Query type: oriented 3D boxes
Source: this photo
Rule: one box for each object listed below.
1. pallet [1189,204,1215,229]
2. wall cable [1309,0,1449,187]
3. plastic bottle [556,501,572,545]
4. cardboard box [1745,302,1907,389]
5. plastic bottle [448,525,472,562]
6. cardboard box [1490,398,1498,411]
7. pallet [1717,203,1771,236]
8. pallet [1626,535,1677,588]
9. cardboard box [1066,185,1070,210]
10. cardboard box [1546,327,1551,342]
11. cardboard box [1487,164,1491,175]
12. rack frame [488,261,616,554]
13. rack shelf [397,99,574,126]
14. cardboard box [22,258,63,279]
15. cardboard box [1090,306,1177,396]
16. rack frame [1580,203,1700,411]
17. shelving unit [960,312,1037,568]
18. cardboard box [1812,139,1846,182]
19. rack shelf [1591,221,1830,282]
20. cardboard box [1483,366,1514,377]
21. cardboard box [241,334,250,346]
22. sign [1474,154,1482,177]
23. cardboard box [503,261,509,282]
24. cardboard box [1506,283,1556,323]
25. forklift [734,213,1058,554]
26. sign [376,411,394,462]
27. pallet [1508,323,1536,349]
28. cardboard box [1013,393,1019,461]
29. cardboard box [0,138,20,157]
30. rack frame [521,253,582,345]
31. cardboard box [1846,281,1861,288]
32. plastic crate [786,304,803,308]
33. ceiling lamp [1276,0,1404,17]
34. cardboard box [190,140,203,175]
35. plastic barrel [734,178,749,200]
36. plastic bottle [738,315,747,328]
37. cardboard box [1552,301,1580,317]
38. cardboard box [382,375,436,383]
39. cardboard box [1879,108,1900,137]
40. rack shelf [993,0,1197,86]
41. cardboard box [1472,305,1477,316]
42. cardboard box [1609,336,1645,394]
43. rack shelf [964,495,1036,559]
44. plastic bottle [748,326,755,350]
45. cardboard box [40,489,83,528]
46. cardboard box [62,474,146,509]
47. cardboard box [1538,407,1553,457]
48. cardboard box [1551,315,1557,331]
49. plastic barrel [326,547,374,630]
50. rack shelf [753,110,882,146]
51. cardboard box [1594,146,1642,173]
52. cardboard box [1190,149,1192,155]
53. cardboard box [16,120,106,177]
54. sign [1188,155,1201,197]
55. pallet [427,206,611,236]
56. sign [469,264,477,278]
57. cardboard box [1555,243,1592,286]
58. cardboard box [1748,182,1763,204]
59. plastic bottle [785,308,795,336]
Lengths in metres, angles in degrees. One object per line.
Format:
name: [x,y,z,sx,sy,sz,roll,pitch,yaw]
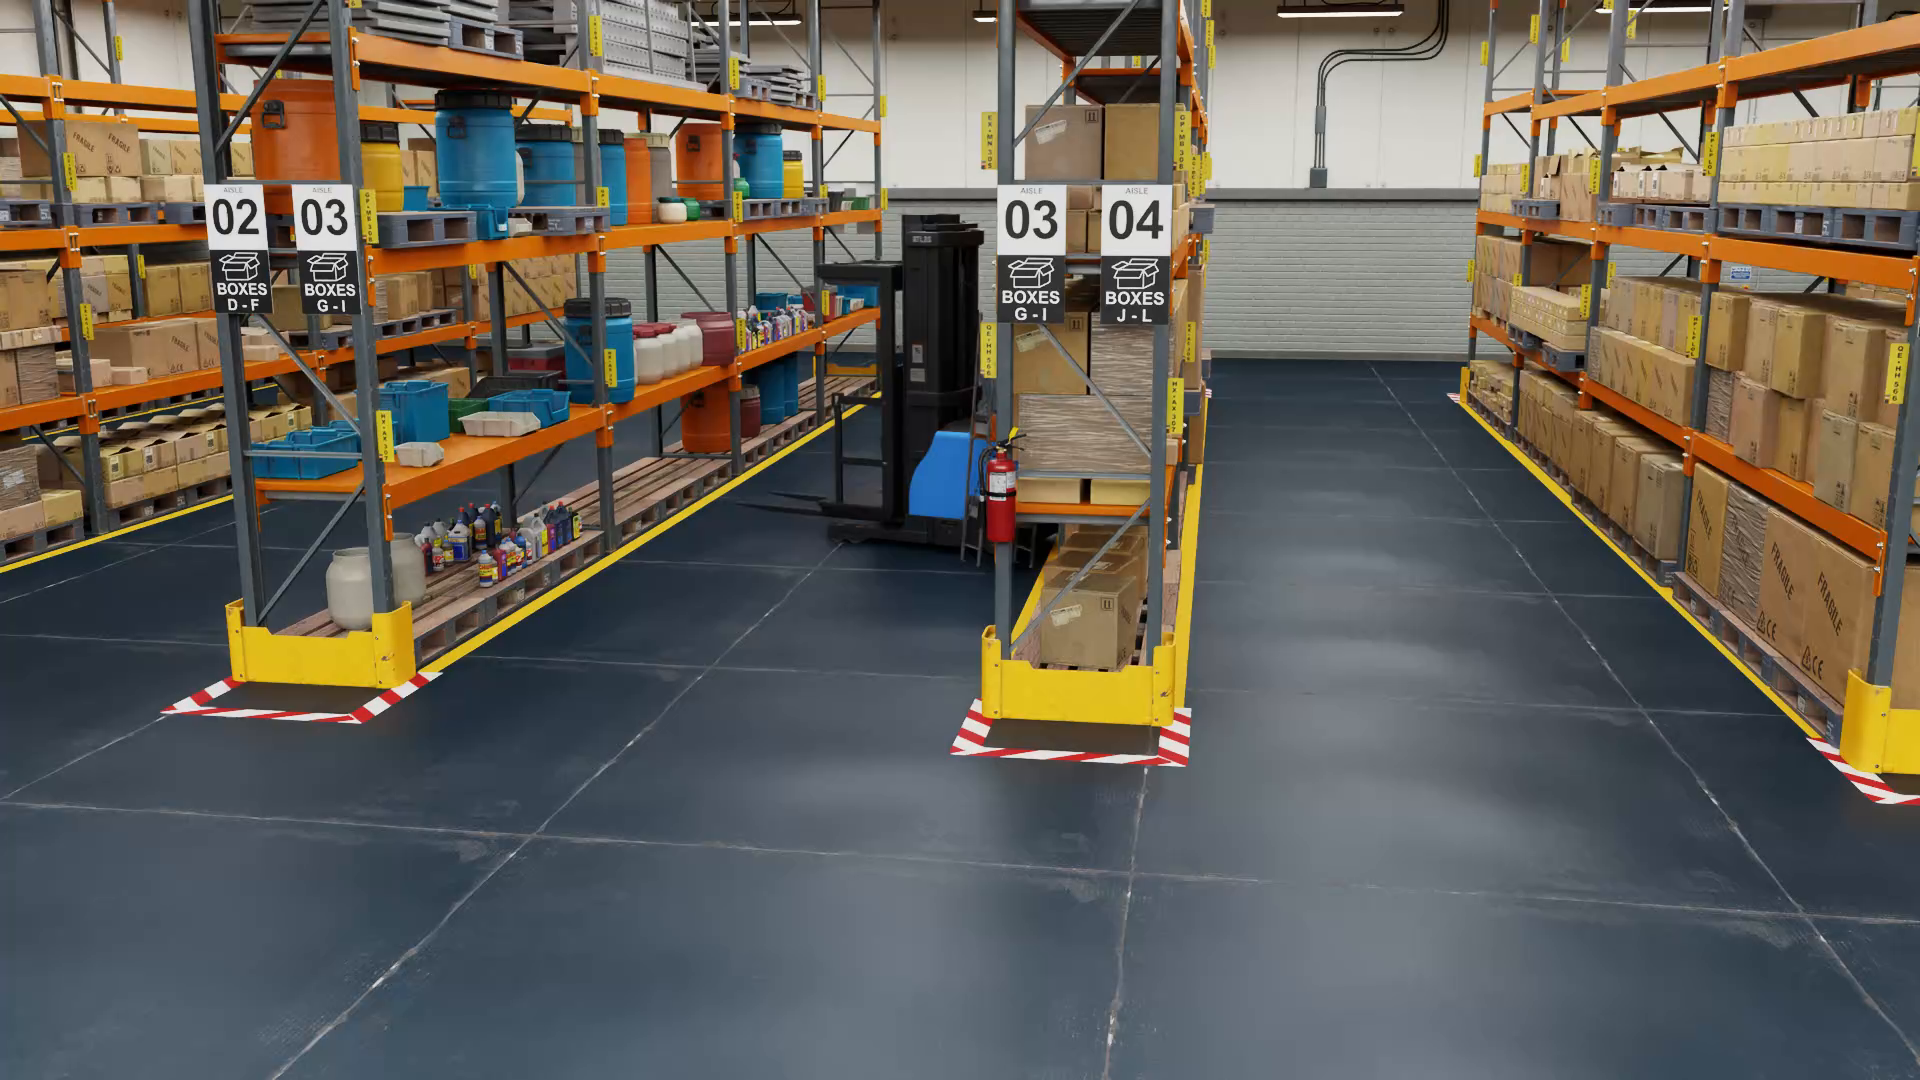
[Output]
pallet: [1.689,-2.926,15.034,1.213,0.211,1.003,2,12,9]
wall cable: [7.453,-9.279,29.311,2.277,5.999,0.120,2,12,9]
plastic bottle: [-3.376,-0.148,14.059,0.144,0.351,0.185,2,12,7]
cardboard box: [5.938,-1.328,11.374,0.875,0.550,0.550,2,12,9]
plastic bottle: [-4.040,0.027,13.424,0.152,0.276,0.135,2,12,9]
cardboard box: [7.331,-1.814,22.317,0.380,0.149,0.250,2,12,9]
pallet: [6.081,-2.282,11.809,1.003,0.211,1.213,2,12,9]
pallet: [6.262,0.171,13.955,1.003,0.211,1.213,2,12,9]
cardboard box: [0.451,-2.034,9.857,0.380,0.149,0.250,2,12,9]
cardboard box: [6.575,-2.219,18.024,0.380,0.149,0.250,2,12,8]
cardboard box: [7.617,-5.193,23.327,0.380,0.149,0.250,2,12,9]
rack frame: [-3.562,-1.371,14.492,1.000,3.000,0.127,2,12,9]
rack shelf: [-6.918,-6.193,24.344,1.077,0.370,4.000,2,12,9]
cardboard box: [-12.106,-3.610,22.111,0.500,0.250,0.500,2,12,10]
cardboard box: [1.071,-1.167,10.227,0.500,0.500,0.500,2,12,9]
rack frame: [6.833,-1.862,16.768,1.000,3.000,0.127,2,12,9]
shelving unit: [0.391,-0.836,13.976,0.503,2.100,0.431,2,7,-22]
cardboard box: [5.557,-2.308,10.137,0.500,0.250,0.500,2,12,8]
rack shelf: [6.525,-2.560,14.596,1.077,0.370,4.000,2,12,9]
cardboard box: [7.602,-2.367,23.473,0.380,0.149,0.250,1,12,6]
cardboard box: [-8.170,-2.142,18.279,0.500,0.311,0.500,2,12,8]
sign: [7.527,-5.438,24.169,0.100,0.325,0.005,2,12,9]
cardboard box: [-6.796,-3.932,23.763,0.500,0.500,0.500,1,12,7]
cardboard box: [7.243,-2.998,21.099,0.500,0.500,0.500,2,12,9]
forklift: [-0.646,-1.494,15.225,3.031,2.935,1.130,6,13,25]
sign: [-3.634,-0.655,10.512,0.100,0.325,0.005,2,12,9]
pallet: [7.187,-2.446,19.935,1.003,0.211,1.213,2,12,9]
cardboard box: [0.787,-0.794,10.870,0.875,0.500,0.500,2,12,9]
cardboard box: [-12.456,-5.160,21.891,0.500,0.250,0.500,1,12,7]
rack frame: [-6.610,-4.030,26.832,1.000,3.000,0.127,2,12,9]
cardboard box: [12.542,-3.727,22.812,0.500,0.500,0.500,2,12,7]
plastic crate: [-2.361,-3.309,23.968,0.293,0.136,0.466,2,12,9]
ceiling lamp: [6.096,-9.971,26.303,2.000,3.185,0.800,2,12,9]
cardboard box: [-11.590,-5.721,24.897,0.500,0.500,0.500,2,12,9]
plastic barrel: [-2.557,-4.013,19.001,0.294,0.245,0.294,0,12,0]
plastic bottle: [-2.771,-2.694,20.926,0.152,0.276,0.135,2,12,9]
cardboard box: [6.536,-2.458,17.725,0.380,0.149,0.250,2,12,10]
cardboard box: [-7.180,-1.872,21.705,0.500,0.500,0.500,2,12,9]
cardboard box: [5.359,-2.317,9.229,0.380,0.149,0.250,2,12,9]
rack shelf: [1.024,-3.374,11.260,1.077,0.370,4.000,2,12,9]
cardboard box: [7.689,-3.347,24.258,0.380,0.149,0.250,2,12,8]
cardboard box: [6.343,-1.615,15.386,0.500,0.500,0.500,2,12,9]
rack shelf: [0.336,-0.129,14.052,0.480,0.518,0.431,2,7,-22]
plastic bottle: [-2.424,-2.349,19.307,0.061,0.283,0.133,2,12,9]
cardboard box: [-8.311,-0.290,15.005,0.500,0.250,0.500,2,12,9]
cardboard box: [-8.149,-0.469,15.838,0.500,0.250,0.500,2,12,7]
cardboard box: [6.824,-1.209,18.676,0.500,0.500,0.500,1,12,6]
cardboard box: [6.536,-2.318,17.777,0.380,0.149,0.250,2,12,10]
plastic barrel: [-4.151,0.333,11.493,0.421,0.512,0.421,0,12,0]
rack shelf: [-2.024,-5.838,23.637,1.077,0.370,4.000,2,12,9]
cardboard box: [6.638,-3.844,16.790,0.396,0.266,0.258,2,12,9]
cardboard box: [1.646,-3.224,14.726,0.797,0.503,0.637,2,12,11]
cardboard box: [-8.322,-3.624,15.407,0.500,0.500,0.500,2,12,9]
sign: [1.869,-2.914,13.303,0.100,0.325,0.005,2,12,9]
pallet: [-3.576,-2.592,13.484,1.213,0.211,1.003,2,12,9]
sign: [-6.676,-3.746,22.766,0.100,0.325,0.005,2,12,9]
cardboard box: [7.758,-3.463,20.884,0.500,0.500,0.500,2,12,10]
cardboard box: [5.709,-2.404,11.526,0.380,0.149,0.250,2,12,8]
plastic bottle: [-2.178,-2.772,21.109,0.144,0.351,0.185,2,12,9]
